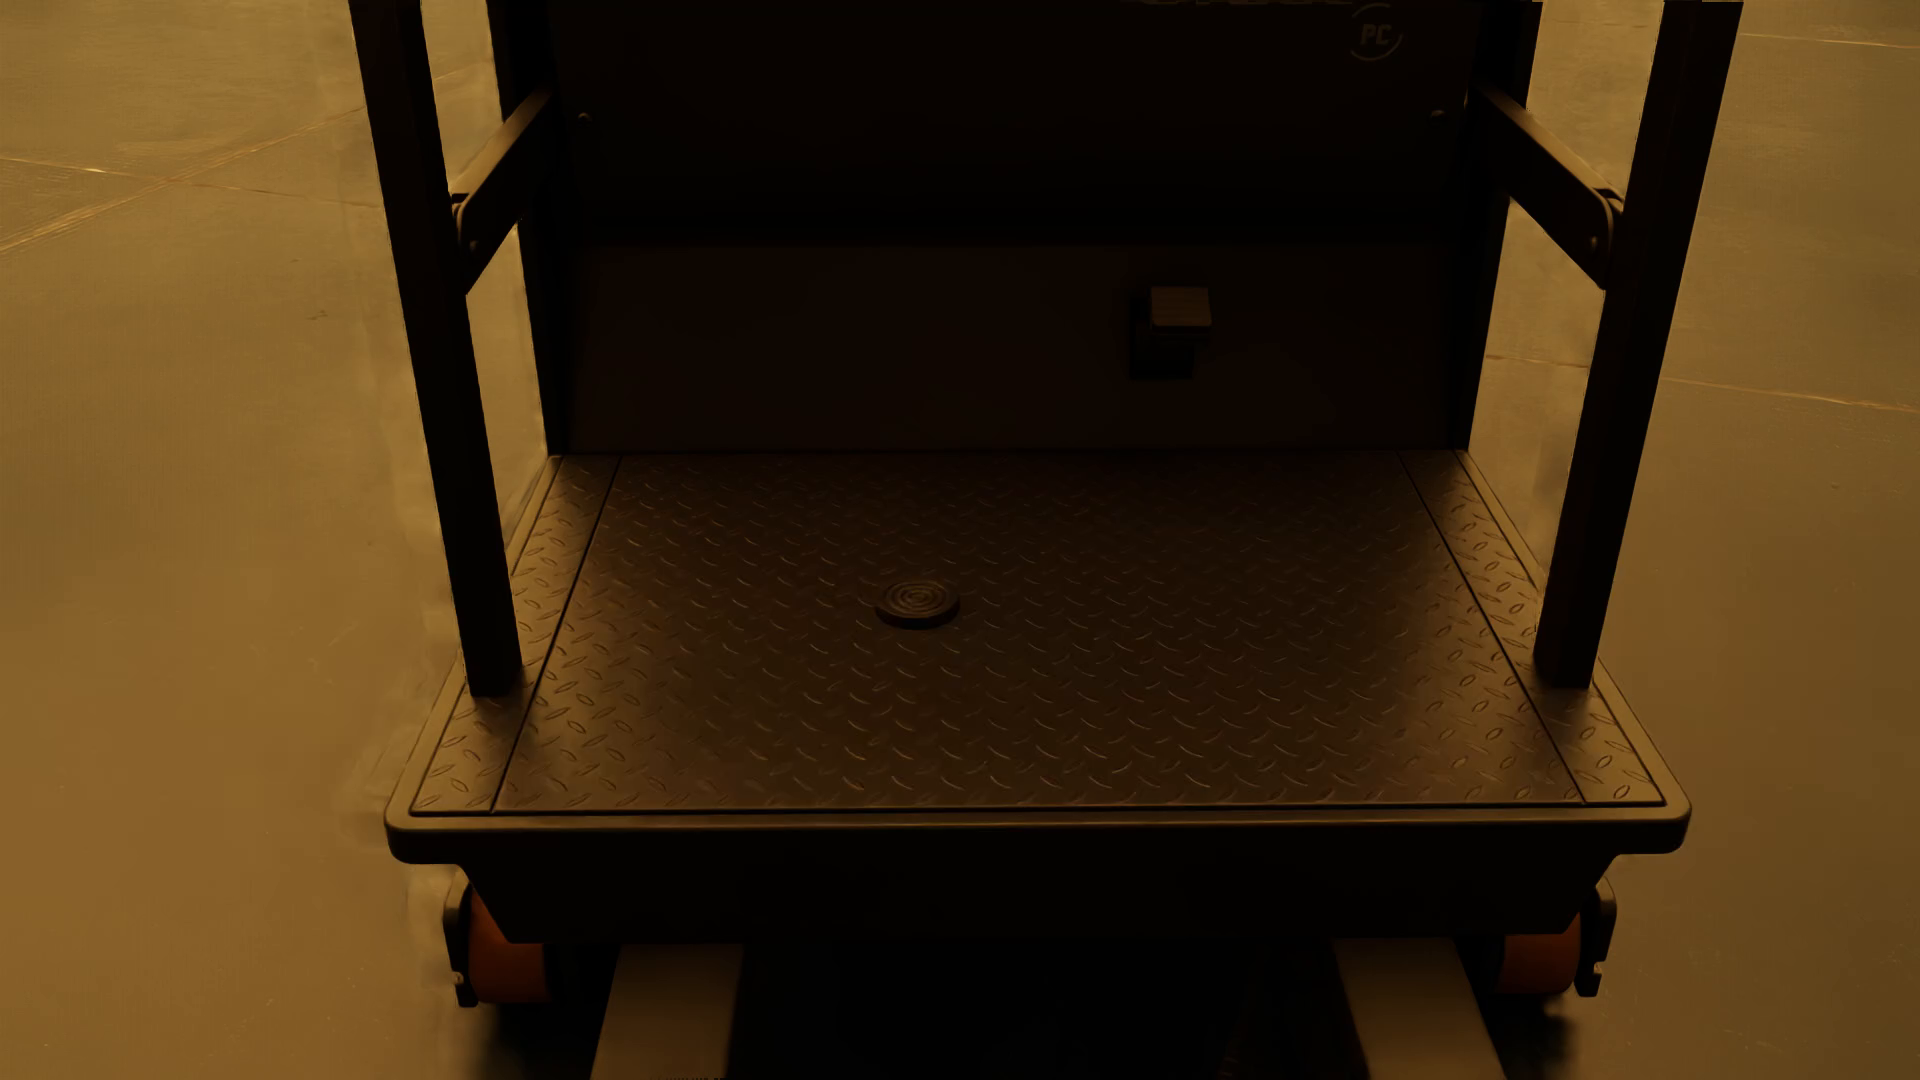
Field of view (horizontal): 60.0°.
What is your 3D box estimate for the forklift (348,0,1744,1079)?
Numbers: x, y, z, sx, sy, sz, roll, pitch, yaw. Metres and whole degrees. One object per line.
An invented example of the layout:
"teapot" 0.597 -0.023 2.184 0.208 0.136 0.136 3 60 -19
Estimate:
"forklift" 0.061 -0.965 1.230 1.130 2.935 3.031 0 30 -1
